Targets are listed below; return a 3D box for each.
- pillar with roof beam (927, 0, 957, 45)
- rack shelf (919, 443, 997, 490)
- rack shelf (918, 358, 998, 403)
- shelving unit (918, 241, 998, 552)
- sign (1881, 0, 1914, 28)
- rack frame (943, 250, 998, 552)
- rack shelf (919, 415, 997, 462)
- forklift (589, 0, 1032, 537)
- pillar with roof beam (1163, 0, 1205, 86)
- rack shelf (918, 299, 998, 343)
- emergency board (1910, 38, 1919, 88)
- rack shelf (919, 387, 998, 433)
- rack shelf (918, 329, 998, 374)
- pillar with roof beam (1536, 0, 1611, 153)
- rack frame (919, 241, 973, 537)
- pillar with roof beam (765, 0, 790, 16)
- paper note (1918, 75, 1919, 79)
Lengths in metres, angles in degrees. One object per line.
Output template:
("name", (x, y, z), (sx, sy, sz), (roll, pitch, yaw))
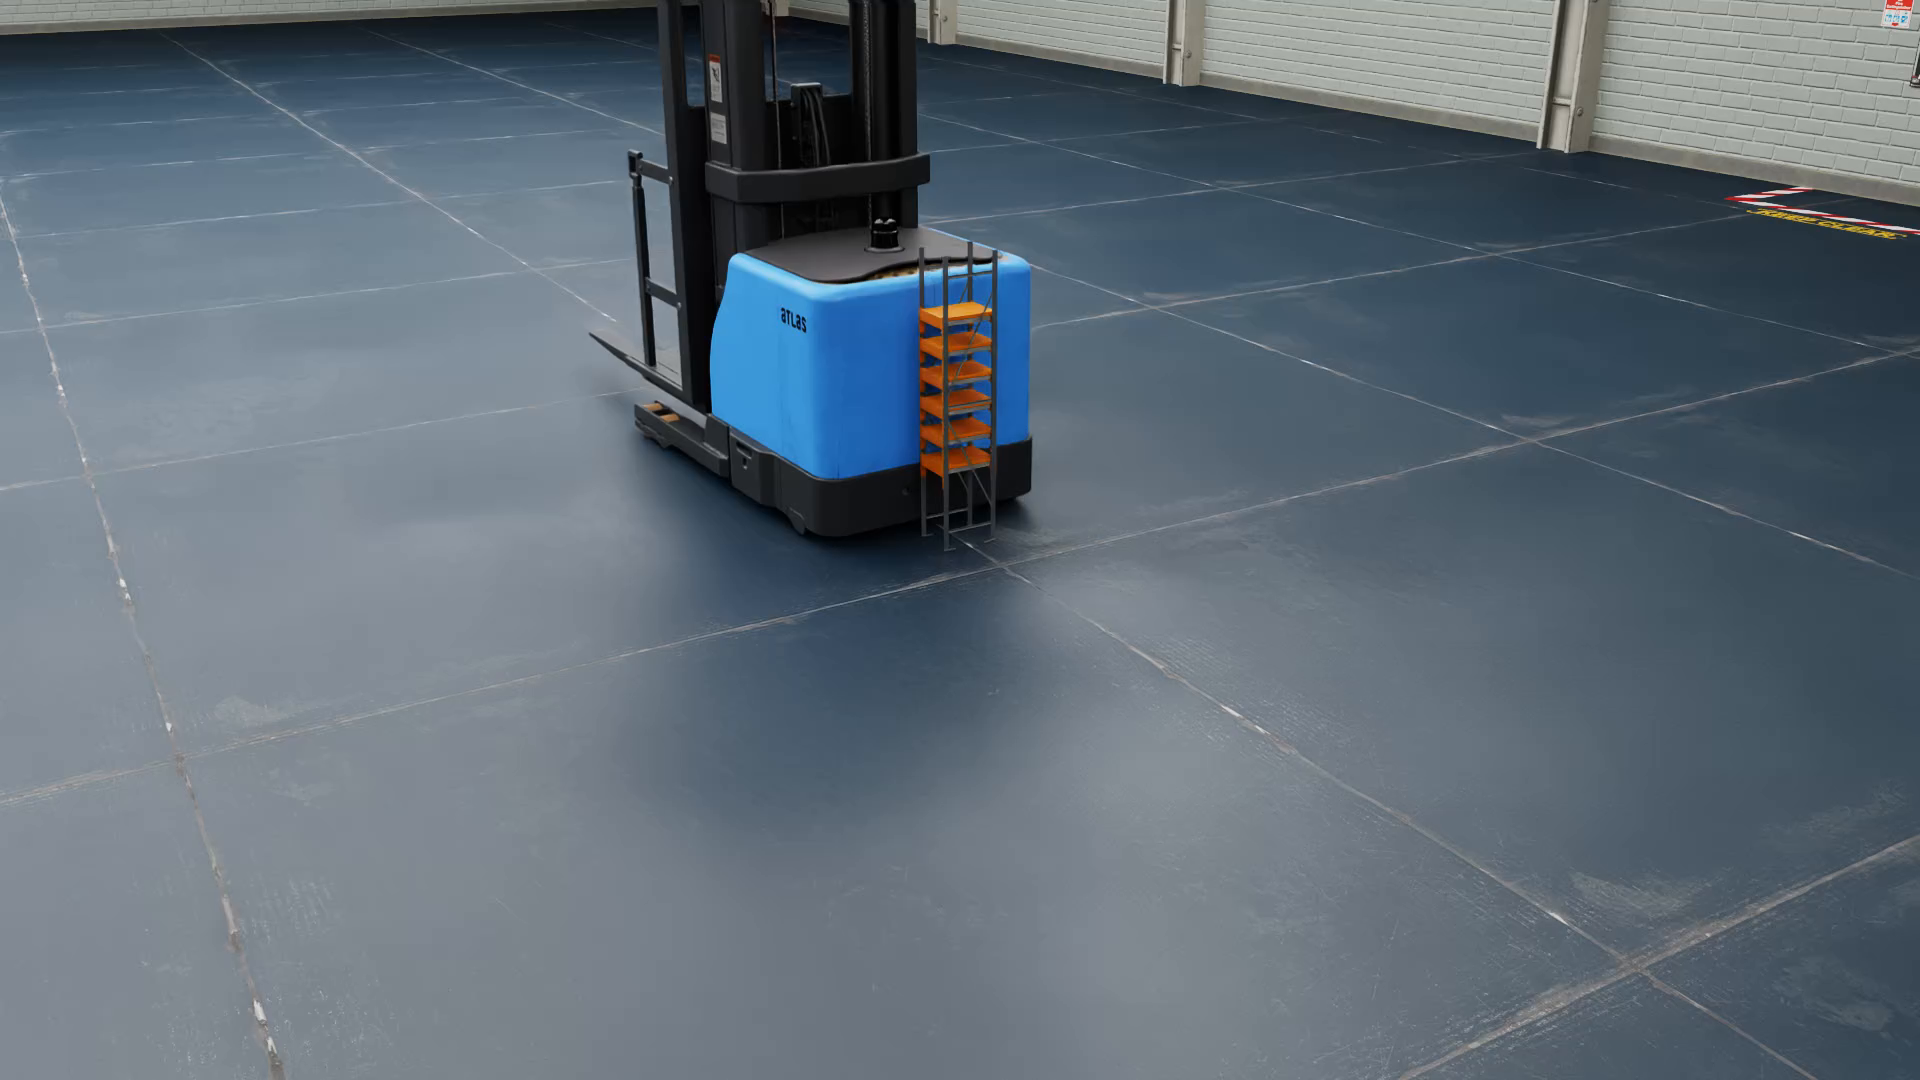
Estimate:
("pillar with roof beam", (-3.972, -11.024, 21.983), (9.100, 9.000, 0.400), (-13, 25, -28))
("rack shelf", (-0.007, -0.297, 6.704), (0.258, 0.103, 0.180), (-13, 25, -28))
("rack shelf", (-0.007, -0.631, 6.569), (0.258, 0.103, 0.180), (-13, 25, -28))
("shelving unit", (-0.007, -0.561, 6.597), (0.258, 1.200, 0.189), (-13, 25, -28))
("sign", (7.500, -4.269, 13.283), (0.001, 0.329, 0.234), (-13, 25, -28))
("rack frame", (0.039, -0.531, 6.524), (0.240, 1.200, 0.006), (-13, 25, -28))
("rack shelf", (-0.007, -0.408, 6.659), (0.258, 0.103, 0.180), (-13, 25, -28))
("forklift", (-0.911, -1.875, 7.531), (1.130, 2.935, 3.031), (-14, 26, -30))
("pillar with roof beam", (-0.907, -9.082, 17.204), (9.100, 9.000, 0.400), (-13, 25, -28))
("rack shelf", (-0.007, -0.853, 6.478), (0.258, 0.103, 0.180), (-13, 25, -28))
("emergency board", (7.705, -4.060, 12.816), (0.157, 1.169, 0.626), (-13, 25, -28))
("rack shelf", (-0.007, -0.519, 6.614), (0.258, 0.103, 0.180), (-13, 25, -28))
("rack shelf", (-0.007, -0.742, 6.523), (0.258, 0.103, 0.180), (-13, 25, -28))
("pillar with roof beam", (2.157, -7.139, 12.426), (9.100, 9.000, 0.400), (-13, 25, -28))
("rack frame", (-0.054, -0.590, 6.670), (0.240, 1.200, 0.006), (-13, 25, -28))
("pillar with roof beam", (-7.037, -12.966, 26.761), (9.100, 9.000, 0.400), (-13, 25, -28))
("paper note", (7.663, -3.716, 13.140), (0.016, 0.148, 0.142), (-13, 25, -28))
